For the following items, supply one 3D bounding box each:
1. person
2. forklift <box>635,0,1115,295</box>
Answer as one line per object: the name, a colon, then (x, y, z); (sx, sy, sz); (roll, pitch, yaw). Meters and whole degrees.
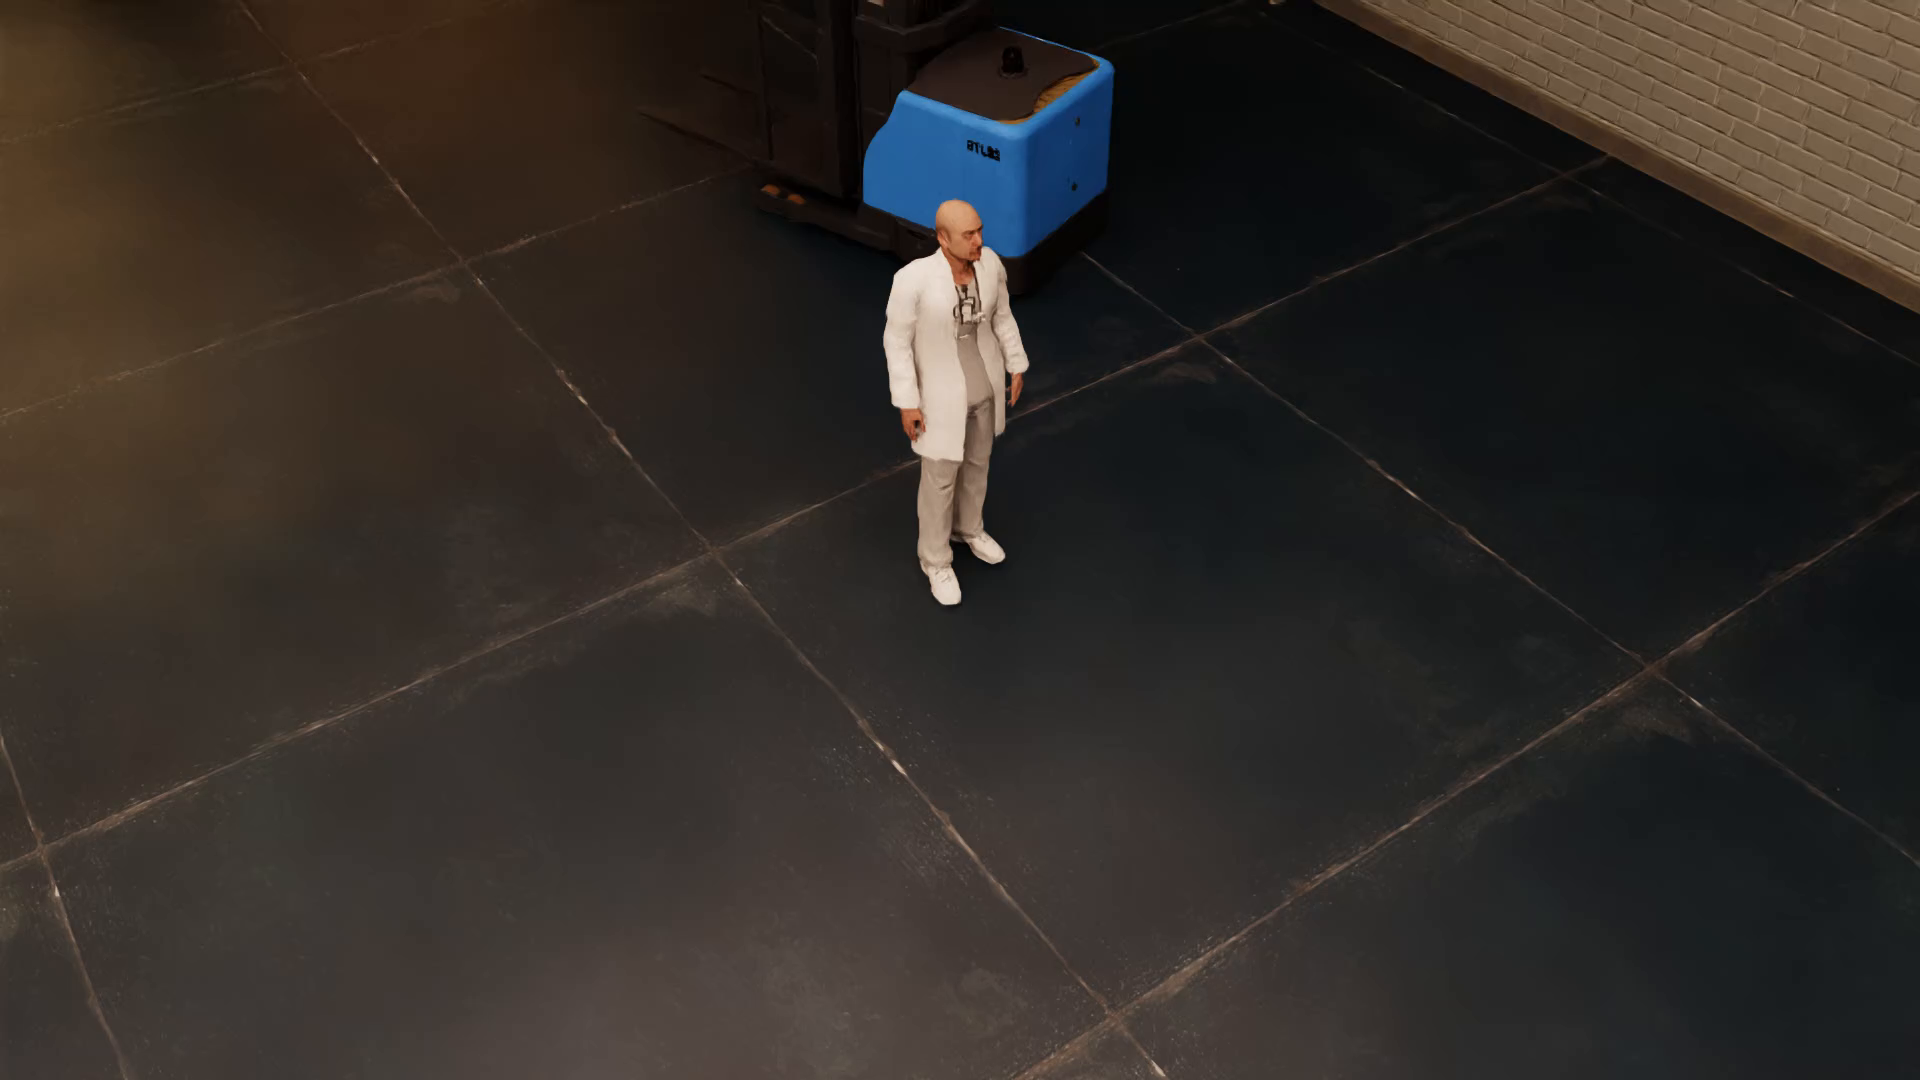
person: (0.048, -0.607, 7.214); (0.694, 1.776, 0.579); (-25, 48, -25)
forklift: (-0.629, -3.237, 9.228); (3.031, 2.935, 1.130); (25, 48, 25)
